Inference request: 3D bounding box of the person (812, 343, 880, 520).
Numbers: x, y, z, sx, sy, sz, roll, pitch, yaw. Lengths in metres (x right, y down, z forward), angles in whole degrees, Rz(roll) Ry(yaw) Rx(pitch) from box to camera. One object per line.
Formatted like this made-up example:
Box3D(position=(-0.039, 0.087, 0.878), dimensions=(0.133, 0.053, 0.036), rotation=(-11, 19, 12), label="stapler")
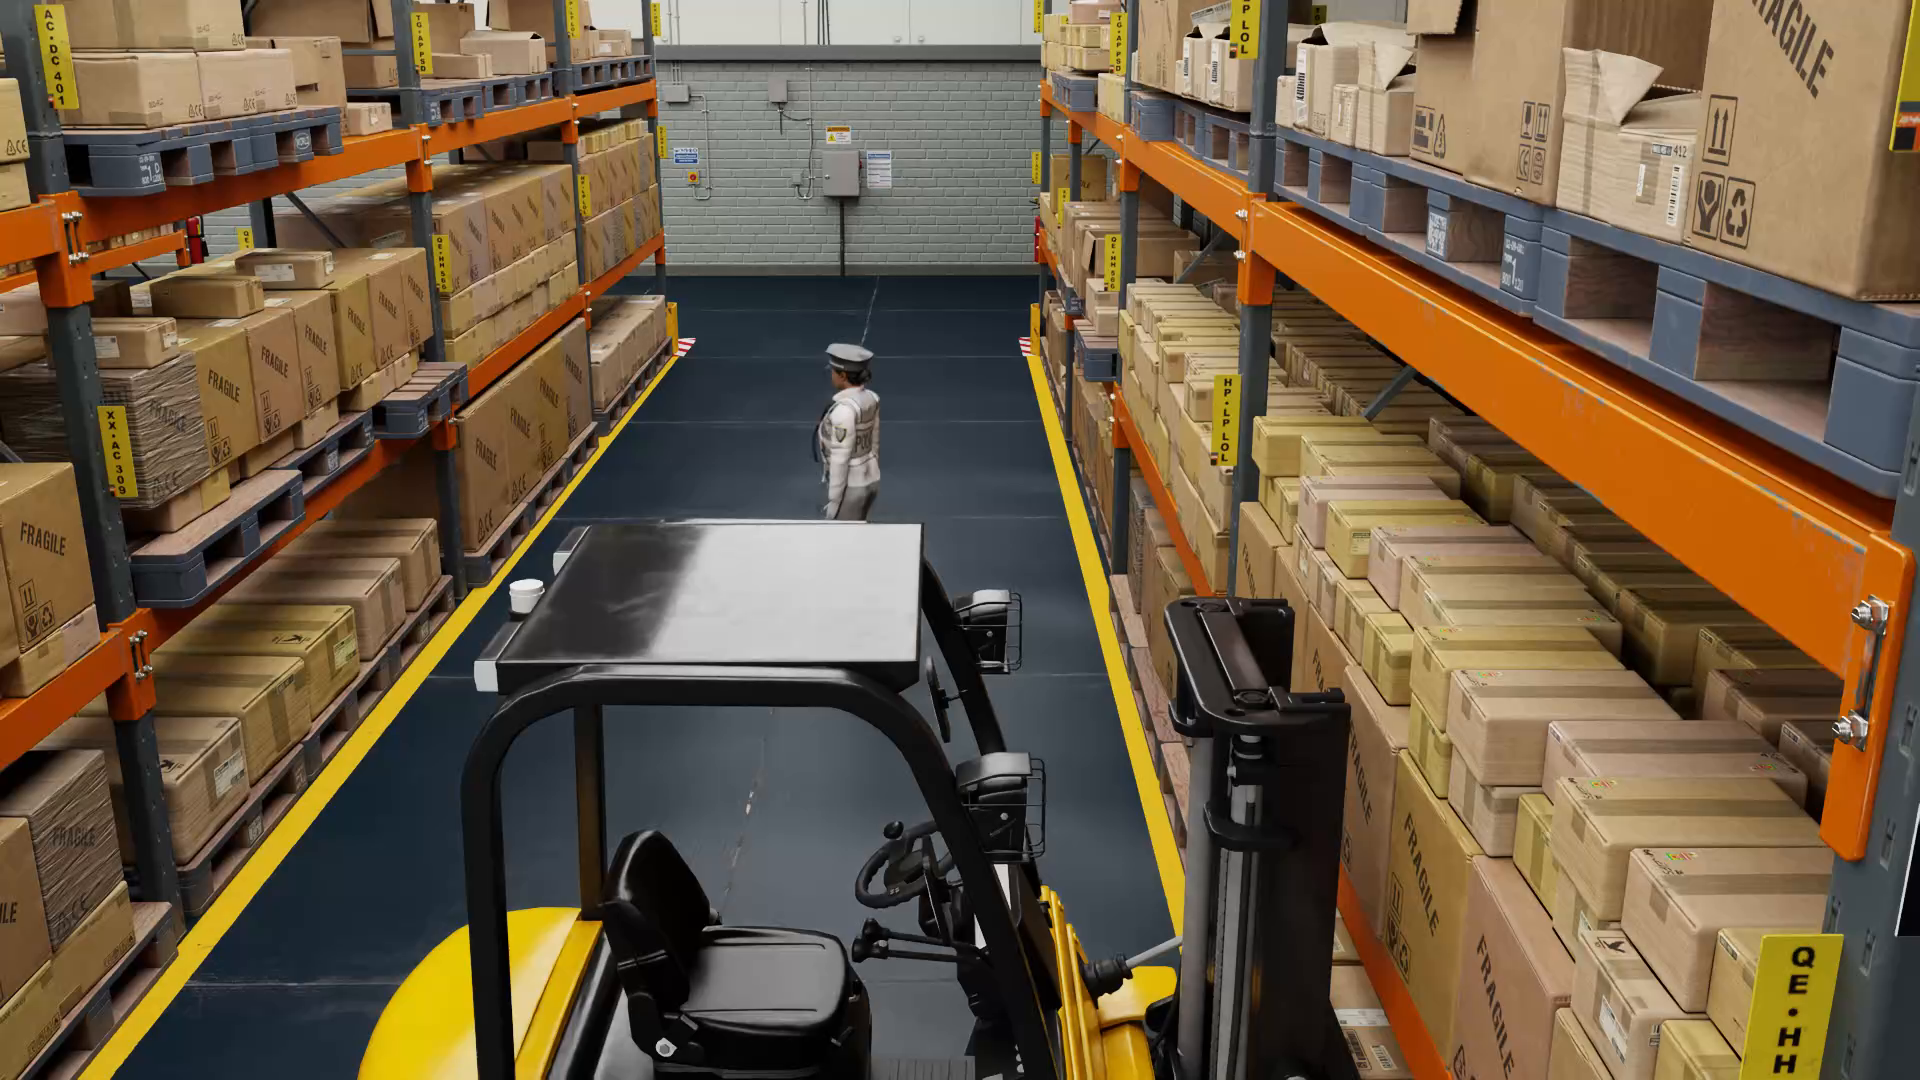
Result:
Box3D(position=(-0.690, -0.293, 9.456), dimensions=(0.557, 1.670, 0.500), rotation=(6, 18, 20), label="person")
